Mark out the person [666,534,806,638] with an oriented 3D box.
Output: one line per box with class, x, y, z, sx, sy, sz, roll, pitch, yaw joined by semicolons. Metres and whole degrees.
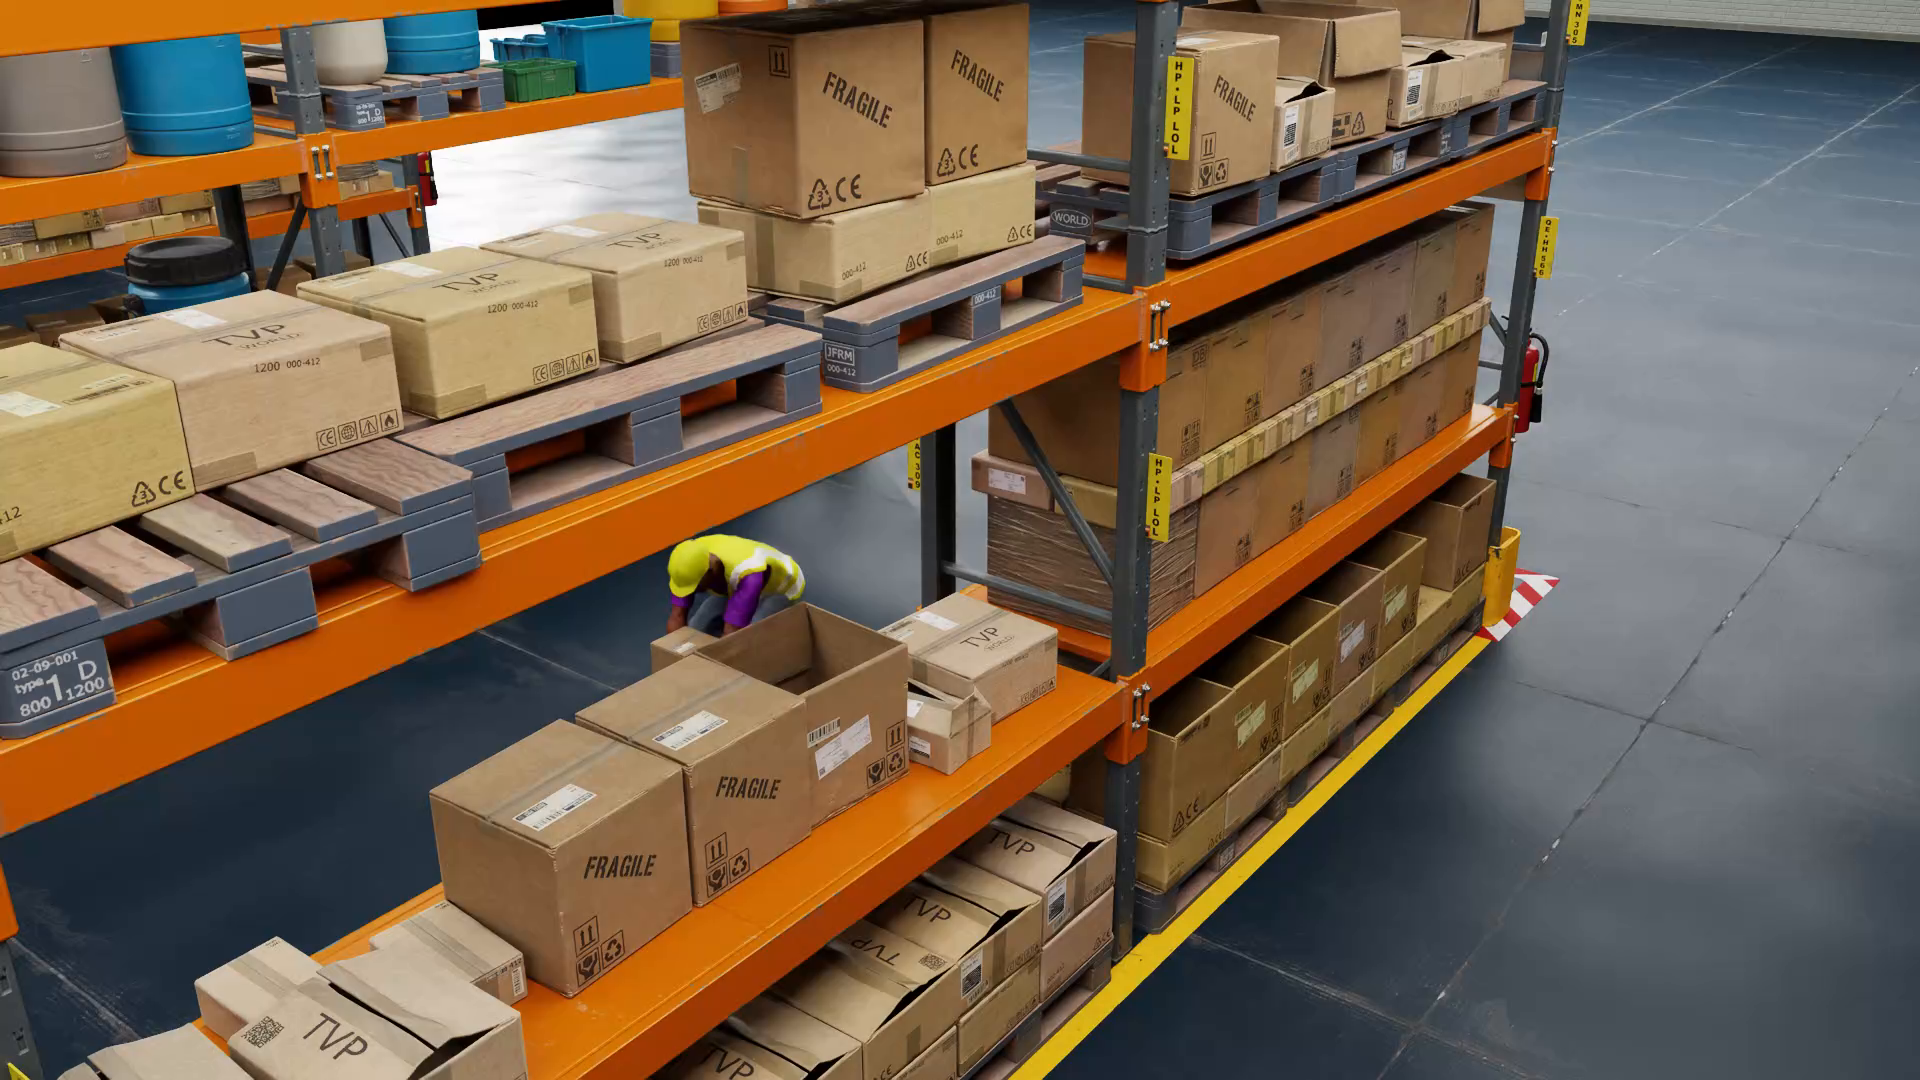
person;-1.180;0.366;8.689;0.537;1.008;0.914;16;28;32
